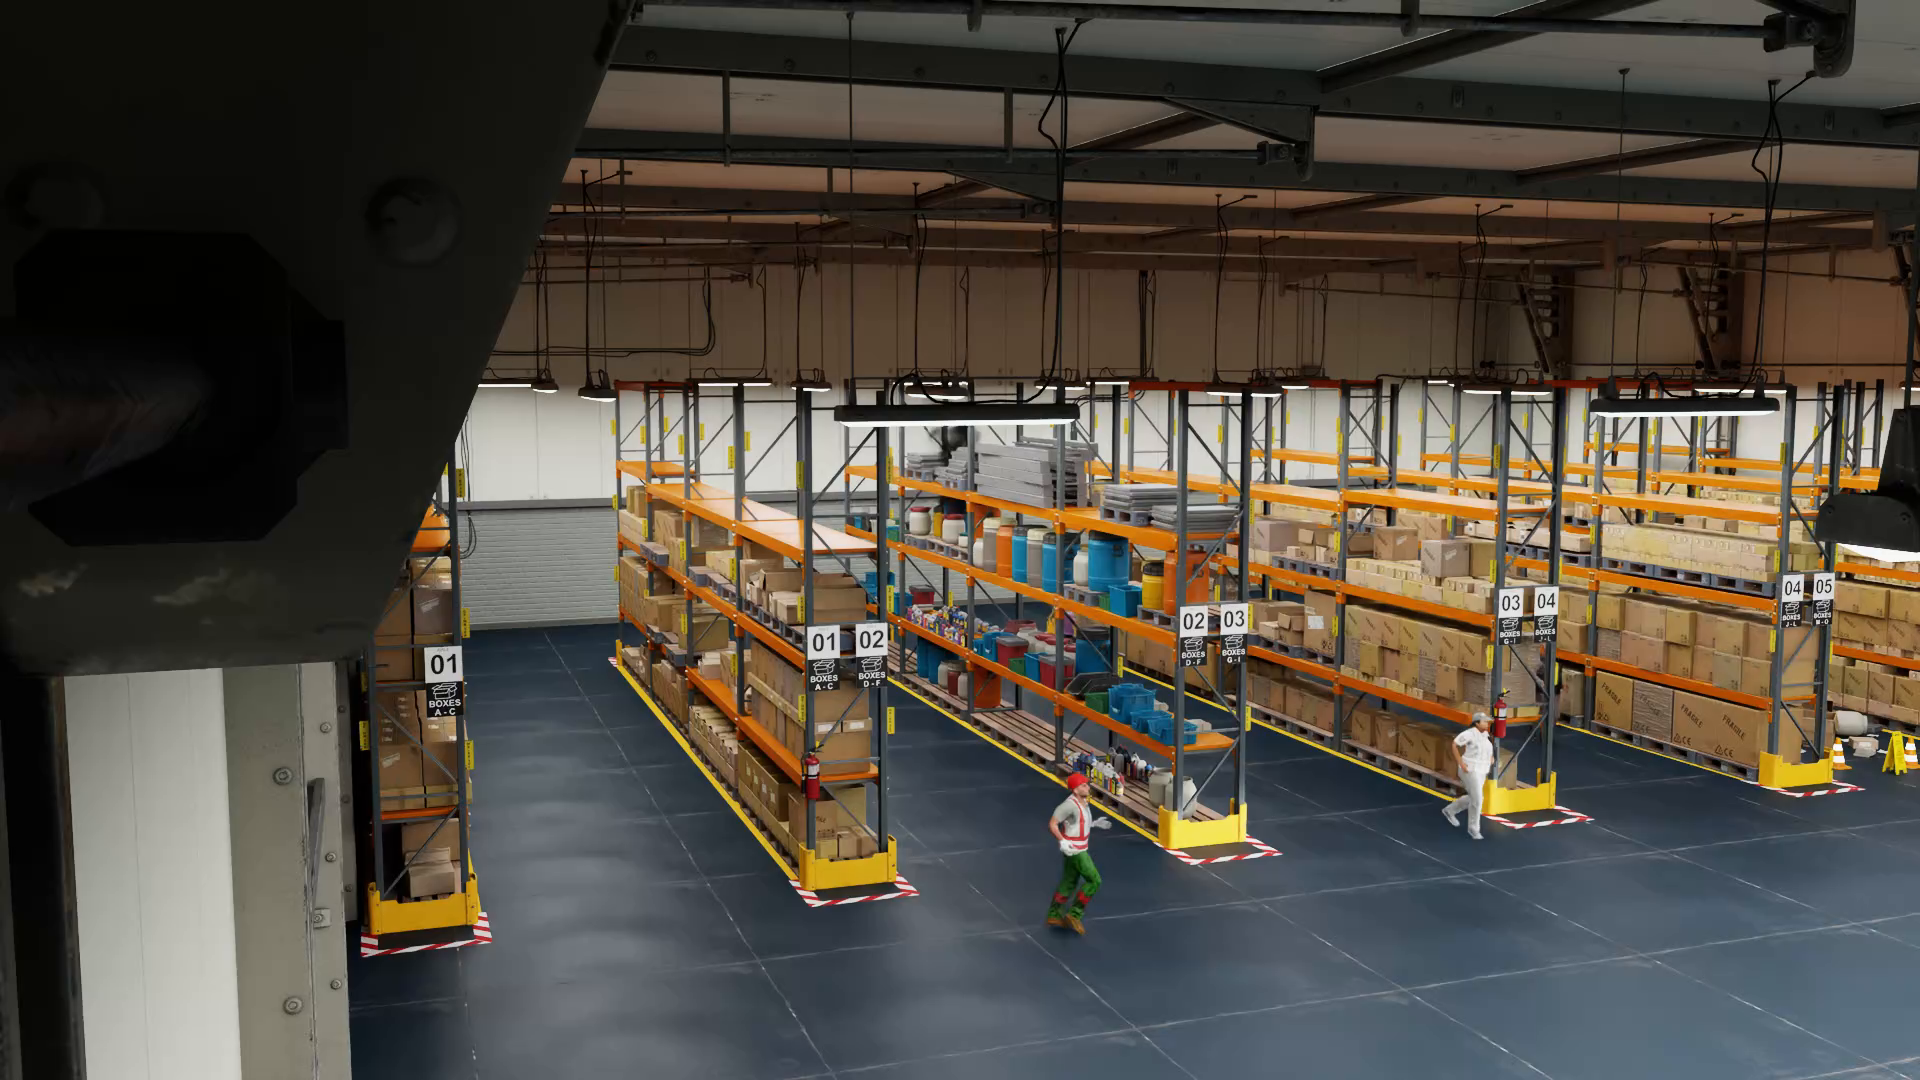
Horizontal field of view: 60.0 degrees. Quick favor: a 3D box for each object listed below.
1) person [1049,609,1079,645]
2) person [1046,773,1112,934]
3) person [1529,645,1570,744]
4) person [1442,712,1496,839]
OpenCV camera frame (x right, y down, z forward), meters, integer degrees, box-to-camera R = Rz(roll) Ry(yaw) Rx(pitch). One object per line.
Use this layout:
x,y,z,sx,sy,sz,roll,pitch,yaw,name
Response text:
2.044,1.835,32.065,0.531,1.615,0.819,-3,7,-29,person
1.329,3.492,18.612,0.713,1.809,0.619,1,6,11,person
9.828,2.562,27.765,0.646,1.675,0.579,-4,7,-33,person
6.930,3.172,22.536,0.649,1.720,0.739,-5,8,-40,person
